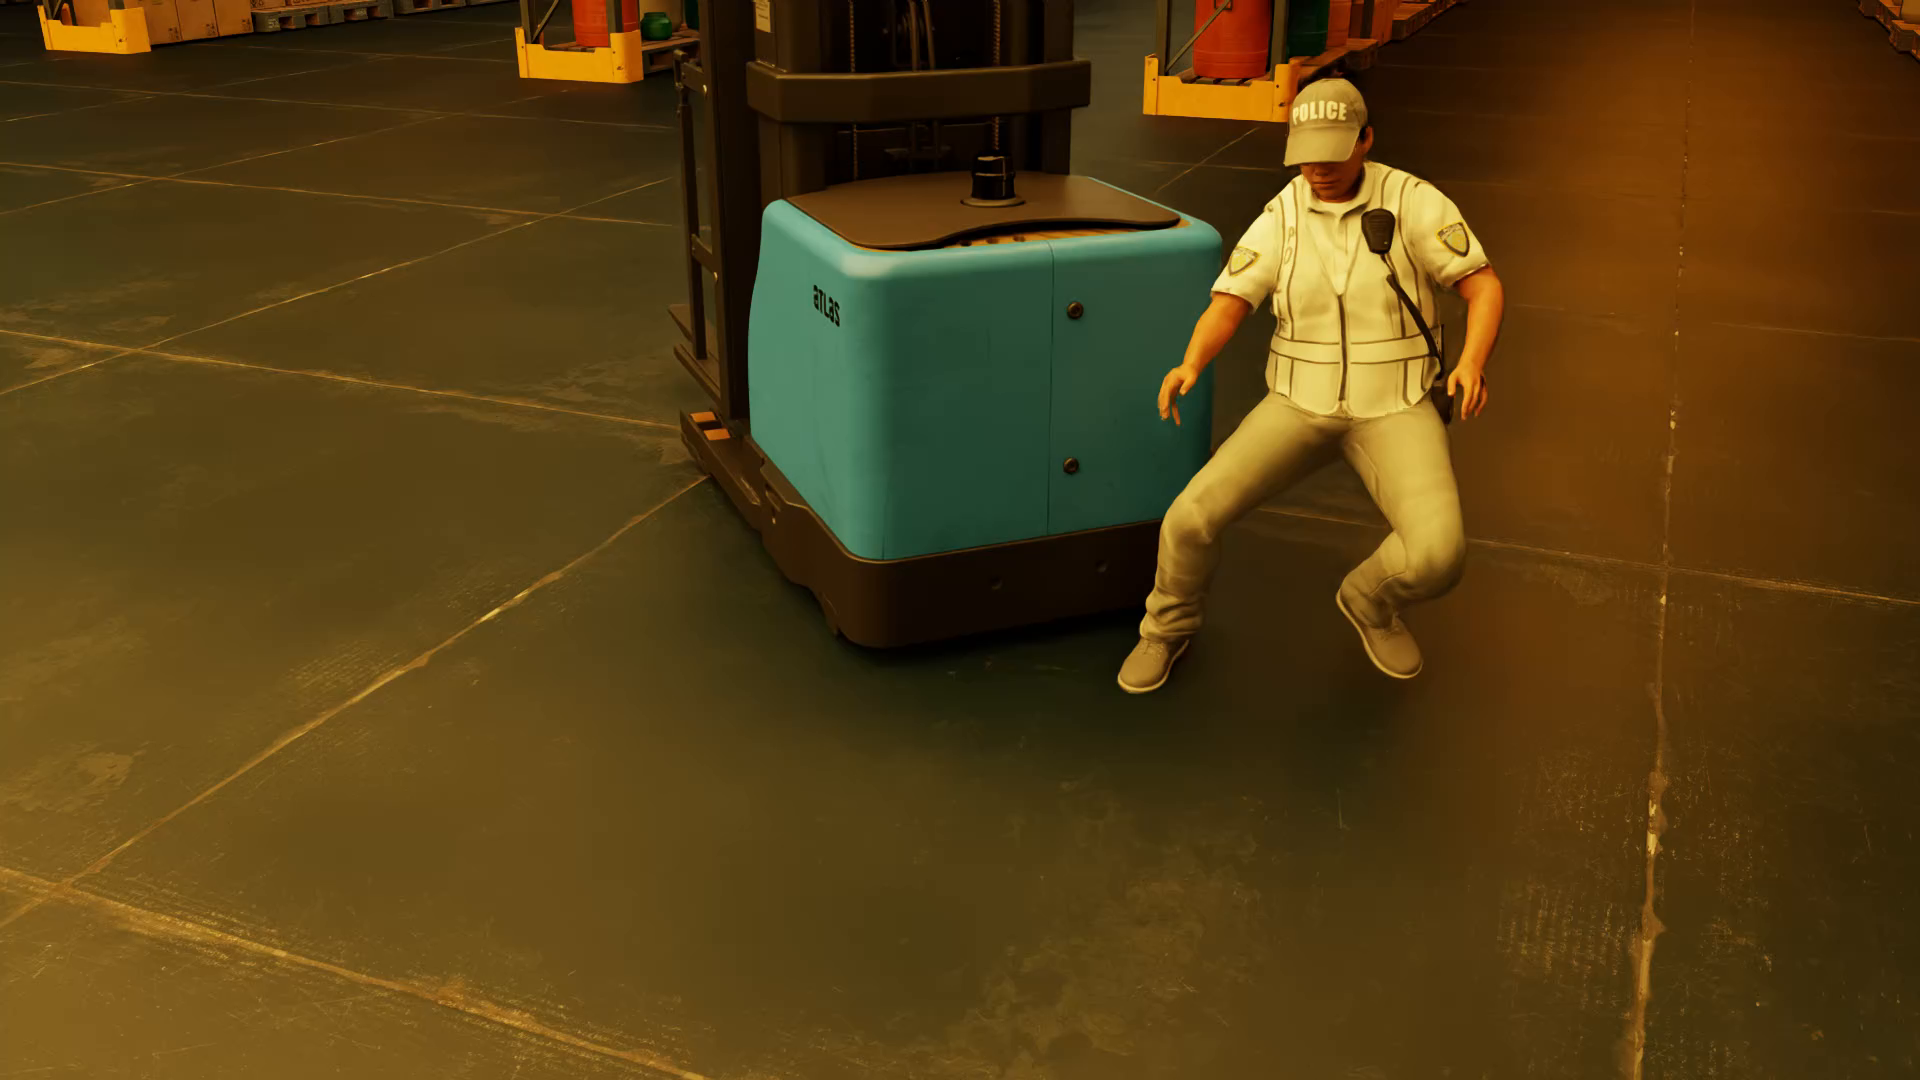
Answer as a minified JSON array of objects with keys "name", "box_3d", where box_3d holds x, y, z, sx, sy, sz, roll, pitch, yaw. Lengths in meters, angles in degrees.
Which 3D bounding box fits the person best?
[{"name":"person","box_3d":[0.822,-0.308,3.918,0.813,1.483,0.702,9,24,21]}]

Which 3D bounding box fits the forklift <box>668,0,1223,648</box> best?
[{"name":"forklift","box_3d":[-0.324,-1.614,5.153,1.130,2.935,3.031,-9,24,-20]}]
